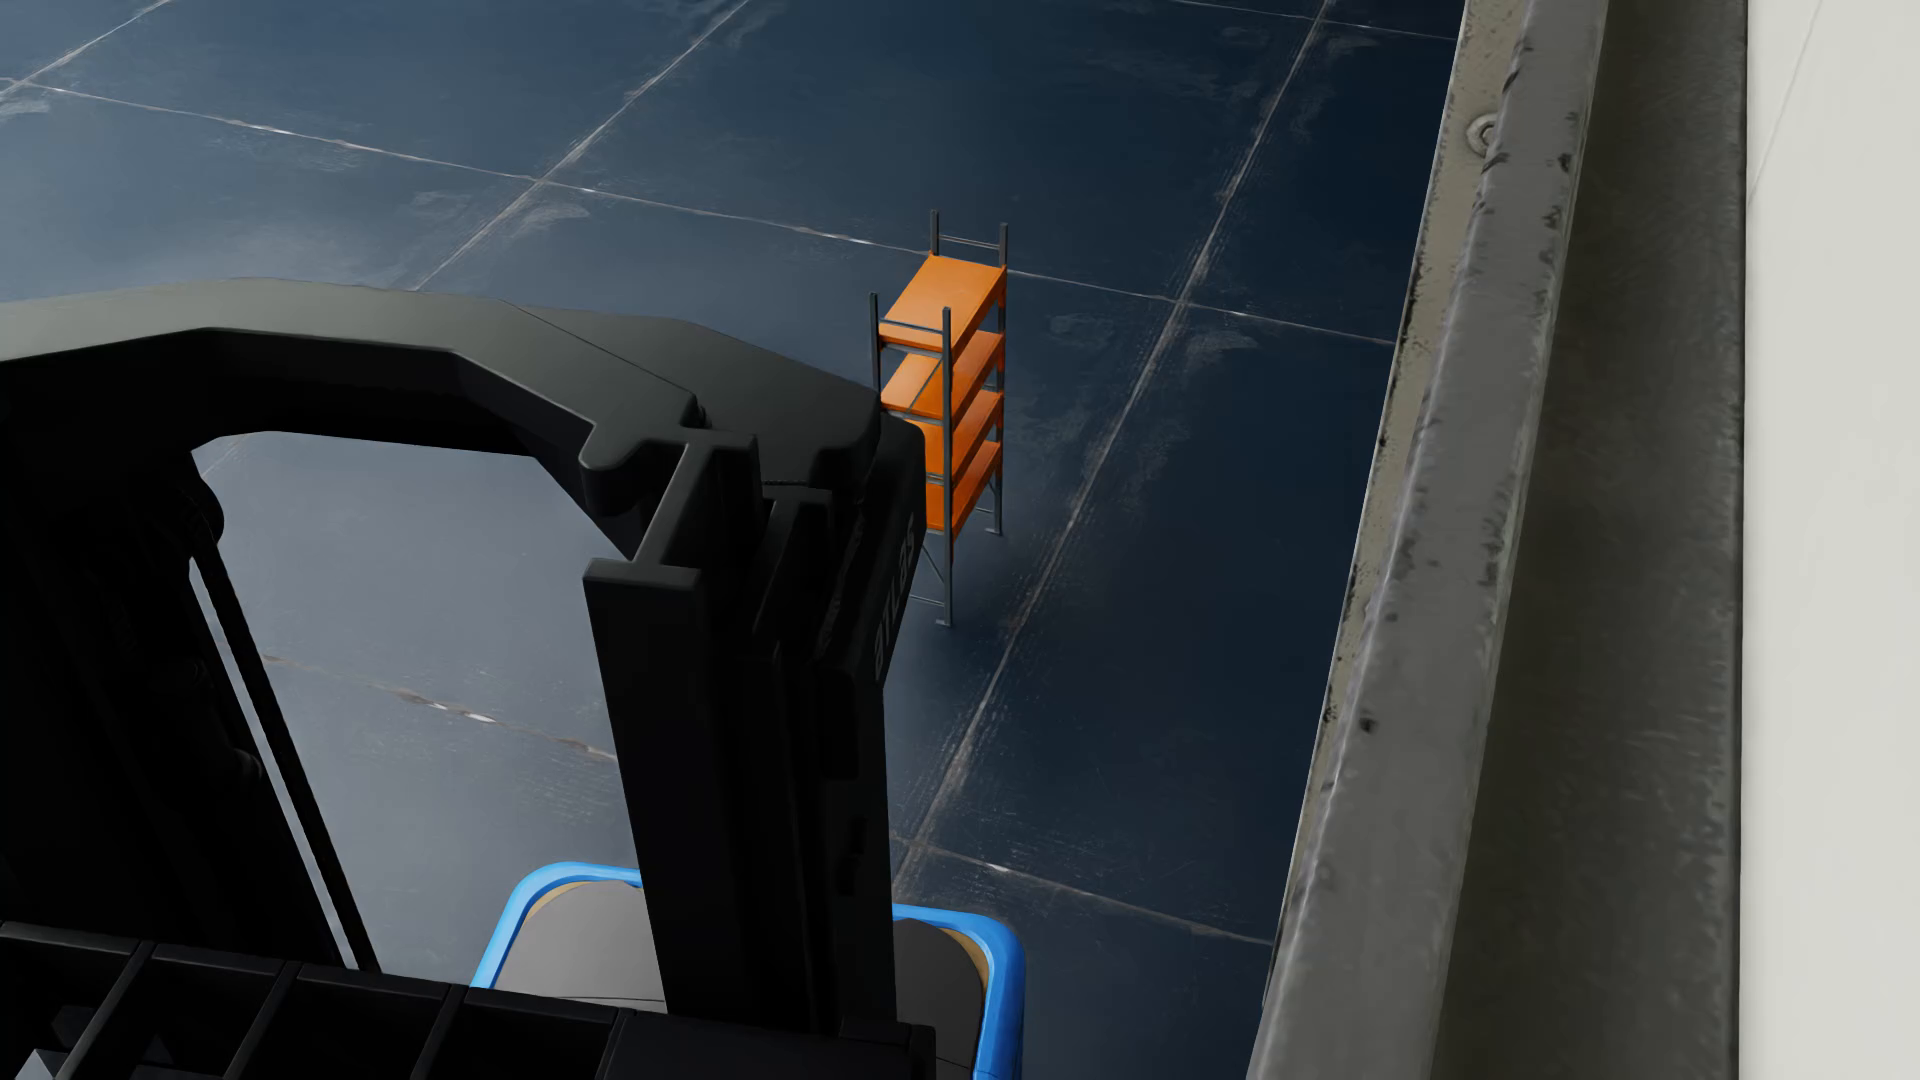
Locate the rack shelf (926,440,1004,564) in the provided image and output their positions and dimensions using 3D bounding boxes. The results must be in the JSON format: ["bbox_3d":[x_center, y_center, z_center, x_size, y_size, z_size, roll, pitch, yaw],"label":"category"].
[{"bbox_3d":[-0.057,-0.153,5.343,0.258,0.148,0.480,13,42,15],"label":"rack shelf"}]

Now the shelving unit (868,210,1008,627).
[{"bbox_3d":[-0.057,-0.355,5.170,0.258,1.200,0.503,13,42,15],"label":"shelving unit"}]

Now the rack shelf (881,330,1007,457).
[{"bbox_3d":[-0.057,-0.474,5.069,0.258,0.148,0.480,13,42,15],"label":"rack shelf"}]

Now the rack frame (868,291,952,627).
[{"bbox_3d":[-0.140,-0.207,4.996,0.240,1.200,0.015,13,42,15],"label":"rack frame"}]

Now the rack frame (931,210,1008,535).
[{"bbox_3d":[0.027,-0.504,5.345,0.240,1.200,0.015,13,42,15],"label":"rack frame"}]

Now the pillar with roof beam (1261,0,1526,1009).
[{"bbox_3d":[-3.061,-3.262,2.568,9.100,9.000,0.400,13,42,15],"label":"pillar with roof beam"}]

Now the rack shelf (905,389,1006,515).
[{"bbox_3d":[-0.057,-0.304,5.214,0.258,0.148,0.480,13,42,15],"label":"rack shelf"}]

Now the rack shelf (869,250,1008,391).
[{"bbox_3d":[-0.057,-0.654,4.915,0.258,0.148,0.480,13,42,15],"label":"rack shelf"}]
